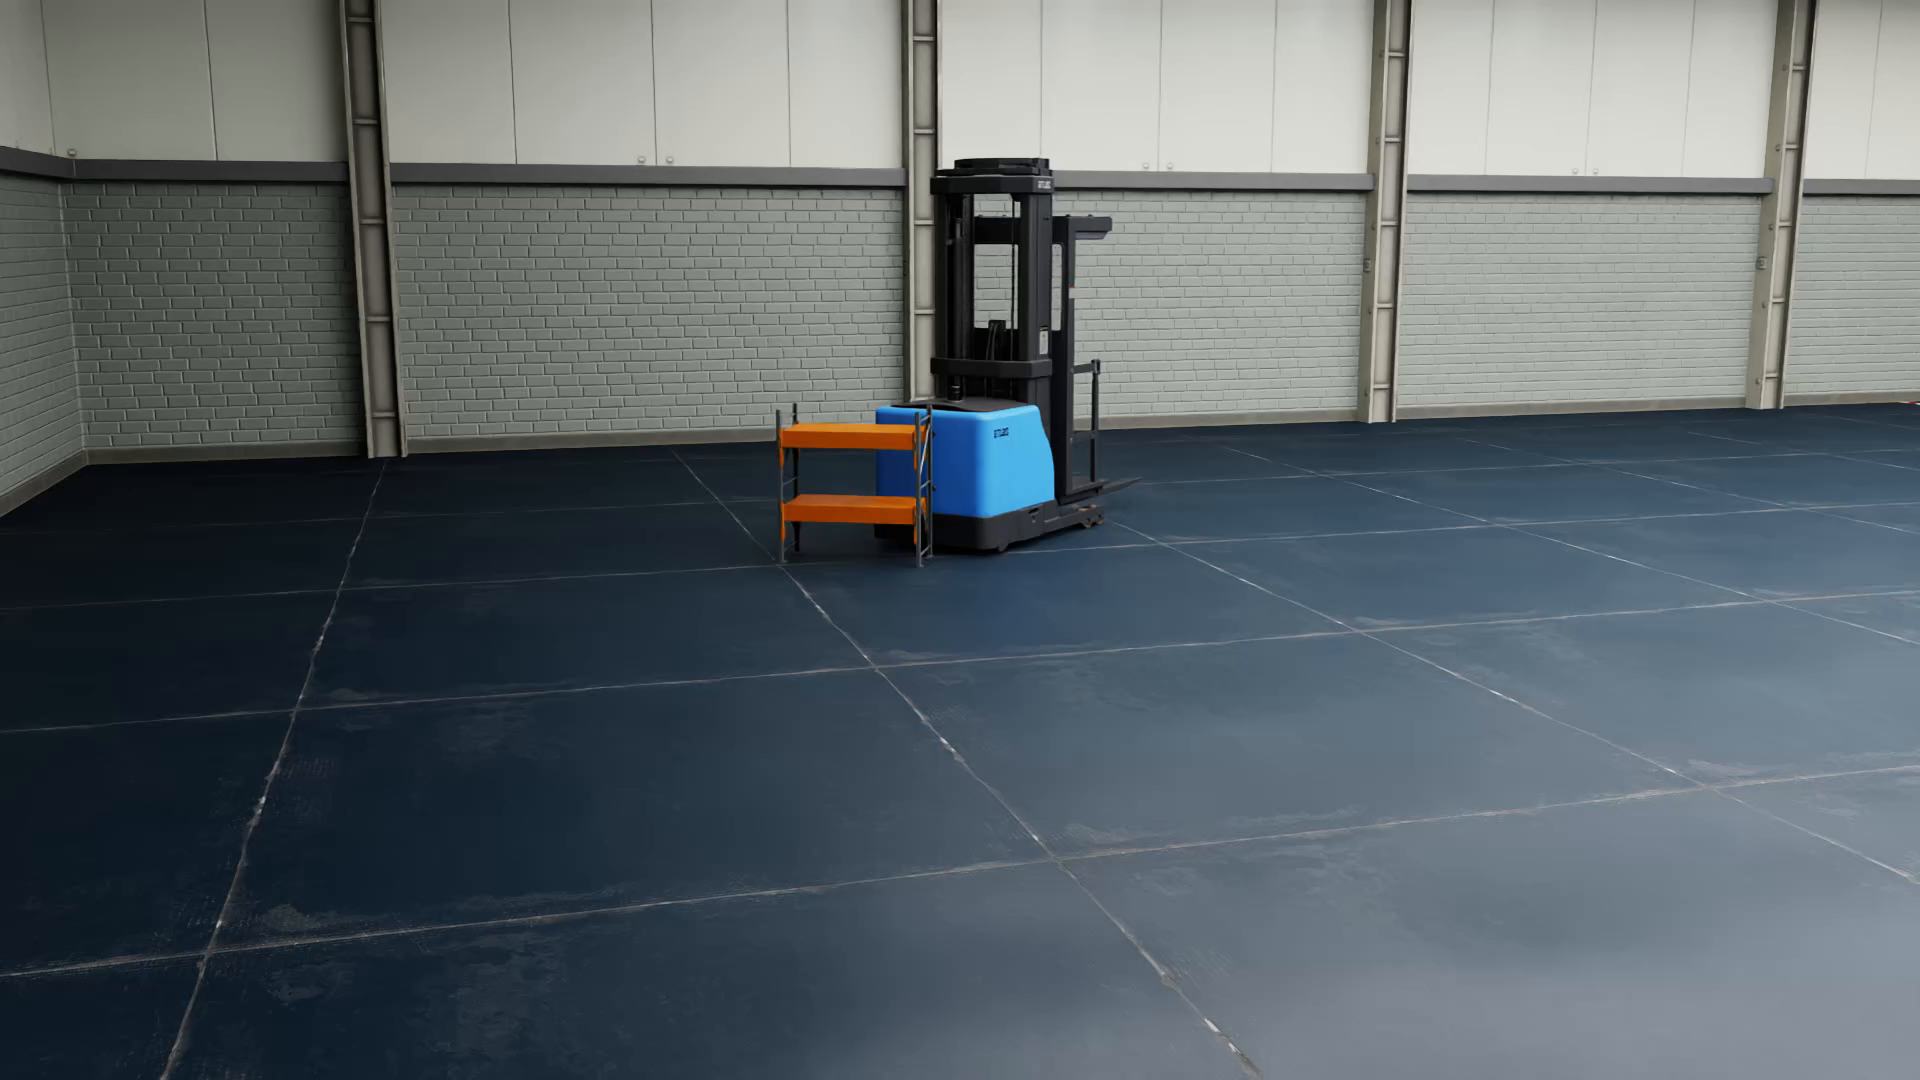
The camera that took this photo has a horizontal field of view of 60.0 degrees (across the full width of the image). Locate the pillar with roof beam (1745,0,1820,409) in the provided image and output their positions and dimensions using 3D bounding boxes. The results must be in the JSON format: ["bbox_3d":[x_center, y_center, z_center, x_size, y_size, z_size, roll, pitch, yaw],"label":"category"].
[{"bbox_3d":[12.292,-5.501,18.071,0.400,9.000,9.100,-3,11,-16],"label":"pillar with roof beam"}]

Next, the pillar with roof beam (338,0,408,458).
[{"bbox_3d":[-4.991,-4.590,13.123,0.400,9.000,9.100,-3,11,-16],"label":"pillar with roof beam"}]

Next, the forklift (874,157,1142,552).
[{"bbox_3d":[0.542,-1.575,13.507,1.130,2.935,3.031,6,12,31],"label":"forklift"}]

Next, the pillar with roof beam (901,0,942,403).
[{"bbox_3d":[0.770,-4.893,14.772,0.400,9.000,9.100,-3,11,-16],"label":"pillar with roof beam"}]

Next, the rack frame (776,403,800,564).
[{"bbox_3d":[-1.265,-0.424,12.240,0.032,1.125,0.500,2,11,9],"label":"rack frame"}]

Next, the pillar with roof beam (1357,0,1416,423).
[{"bbox_3d":[6.531,-5.197,16.421,0.400,9.000,9.100,-3,11,-16],"label":"pillar with roof beam"}]

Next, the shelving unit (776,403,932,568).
[{"bbox_3d":[-0.763,-0.409,12.159,1.048,1.125,0.538,2,11,9],"label":"shelving unit"}]

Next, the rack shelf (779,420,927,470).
[{"bbox_3d":[-0.763,-0.696,12.106,1.000,0.278,0.538,2,11,9],"label":"rack shelf"}]

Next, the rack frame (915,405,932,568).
[{"bbox_3d":[-0.261,-0.394,12.078,0.032,1.125,0.500,2,11,9],"label":"rack frame"}]

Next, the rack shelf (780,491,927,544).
[{"bbox_3d":[-0.763,-0.168,12.204,1.000,0.278,0.538,2,11,9],"label":"rack shelf"}]
